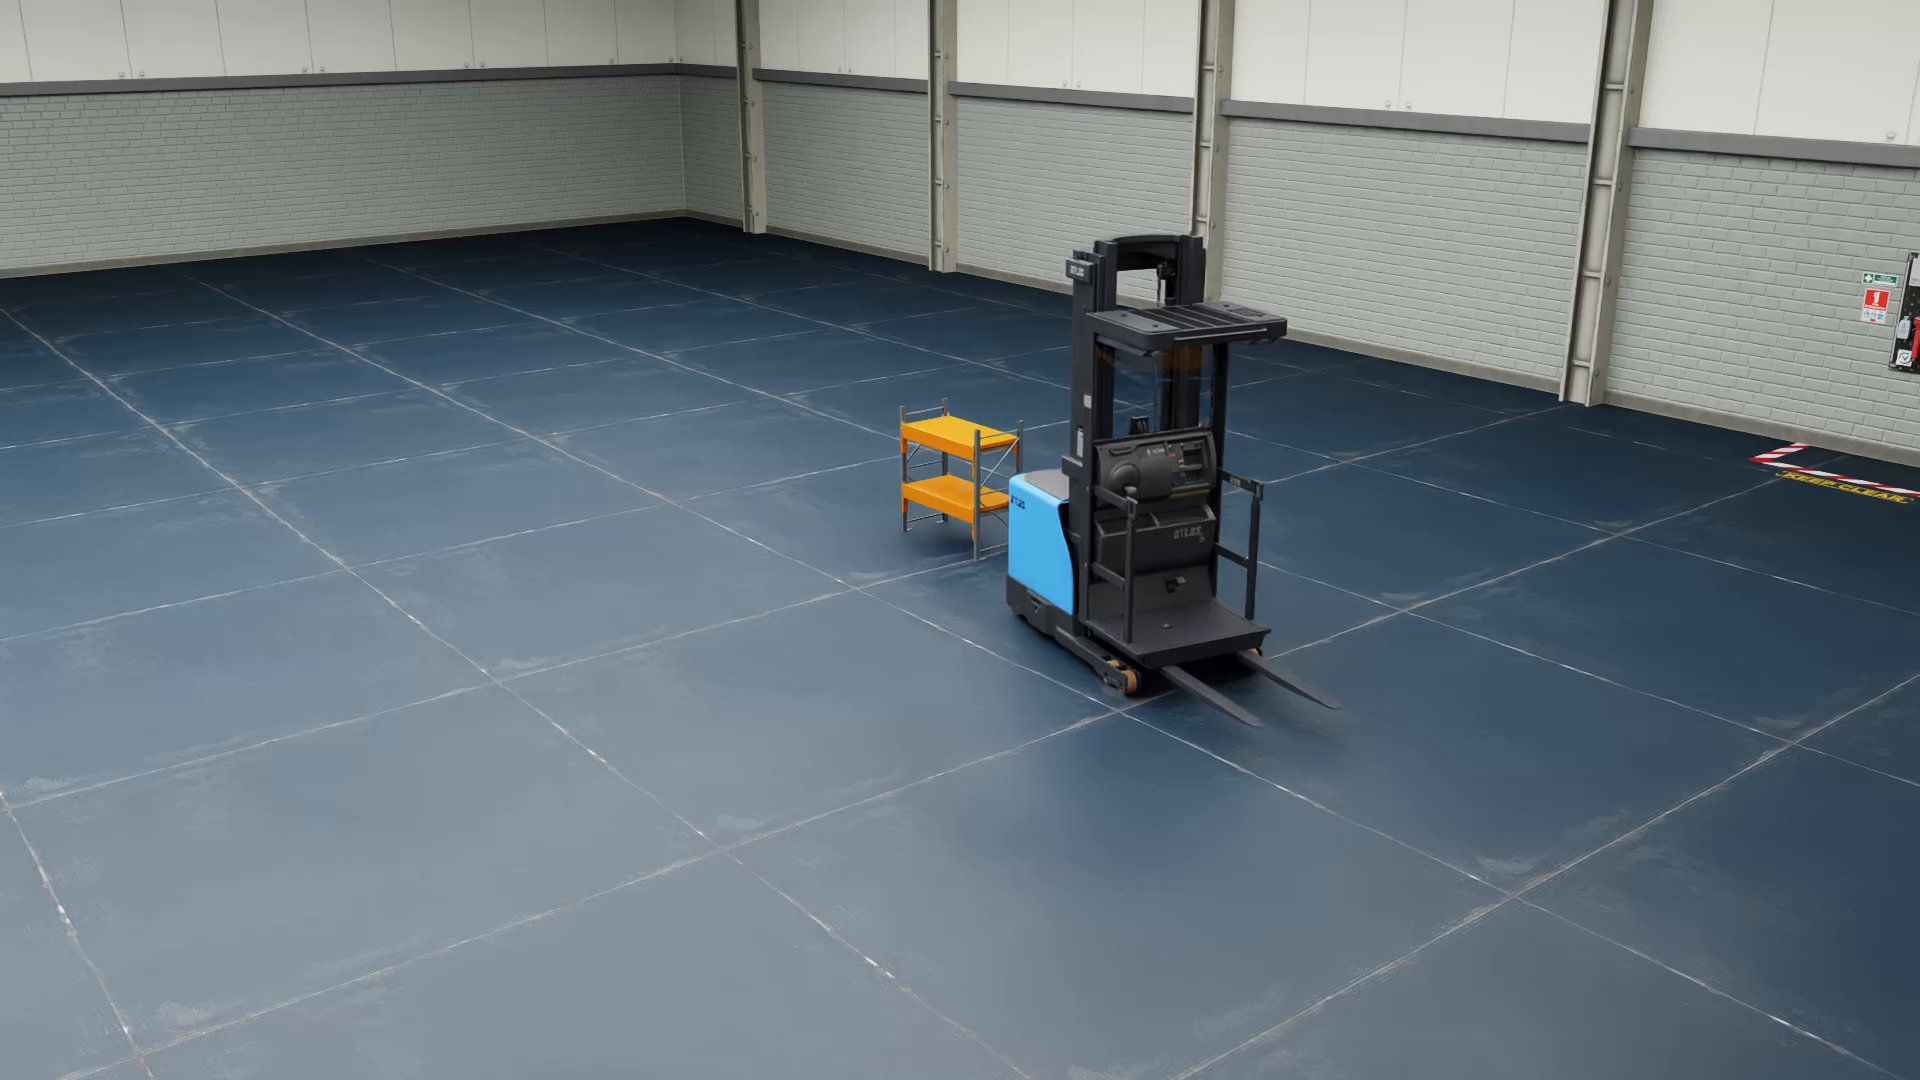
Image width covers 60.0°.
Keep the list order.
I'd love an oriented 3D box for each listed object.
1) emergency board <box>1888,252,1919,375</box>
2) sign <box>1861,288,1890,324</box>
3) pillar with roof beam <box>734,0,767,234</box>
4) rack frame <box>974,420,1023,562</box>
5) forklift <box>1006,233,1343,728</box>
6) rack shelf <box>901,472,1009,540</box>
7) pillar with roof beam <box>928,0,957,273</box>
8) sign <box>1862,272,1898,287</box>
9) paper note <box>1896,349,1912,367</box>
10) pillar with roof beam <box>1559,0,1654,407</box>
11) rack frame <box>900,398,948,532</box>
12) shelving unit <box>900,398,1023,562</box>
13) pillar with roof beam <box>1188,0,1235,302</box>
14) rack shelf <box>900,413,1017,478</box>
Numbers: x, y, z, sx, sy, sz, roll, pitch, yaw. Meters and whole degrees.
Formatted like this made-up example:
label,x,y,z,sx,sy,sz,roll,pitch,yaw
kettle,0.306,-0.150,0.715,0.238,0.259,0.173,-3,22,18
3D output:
label,x,y,z,sx,sy,sz,roll,pitch,yaw
emergency board,9.388,-2.159,16.112,0.194,1.169,0.643,-14,23,-36
sign,9.125,-2.333,16.579,0.001,0.329,0.234,-14,23,-36
pillar with roof beam,-7.384,-9.465,28.630,9.100,9.000,0.400,-14,23,-36
rack frame,0.320,-0.407,13.802,0.500,1.125,0.032,-14,23,-36
forklift,1.449,-0.507,11.232,1.130,2.935,3.031,-9,20,-25
rack shelf,0.004,-0.300,14.258,0.538,0.278,1.000,-14,23,-36
pillar with roof beam,-3.659,-7.986,24.165,9.100,9.000,0.400,-14,23,-36
sign,9.121,-2.582,16.487,0.001,0.109,0.331,-14,23,-36
paper note,9.332,-1.798,16.423,0.016,0.148,0.142,-14,23,-36
pillar with roof beam,3.792,-5.029,15.235,9.100,9.000,0.400,-14,23,-36
rack frame,-0.311,-0.658,14.559,0.500,1.125,0.032,-14,23,-36
shelving unit,0.004,-0.532,14.181,0.538,1.125,1.048,-14,23,-36
pillar with roof beam,0.067,-6.508,19.700,9.100,9.000,0.400,-14,23,-36
rack shelf,0.004,-0.810,14.089,0.538,0.278,1.000,-14,23,-36
